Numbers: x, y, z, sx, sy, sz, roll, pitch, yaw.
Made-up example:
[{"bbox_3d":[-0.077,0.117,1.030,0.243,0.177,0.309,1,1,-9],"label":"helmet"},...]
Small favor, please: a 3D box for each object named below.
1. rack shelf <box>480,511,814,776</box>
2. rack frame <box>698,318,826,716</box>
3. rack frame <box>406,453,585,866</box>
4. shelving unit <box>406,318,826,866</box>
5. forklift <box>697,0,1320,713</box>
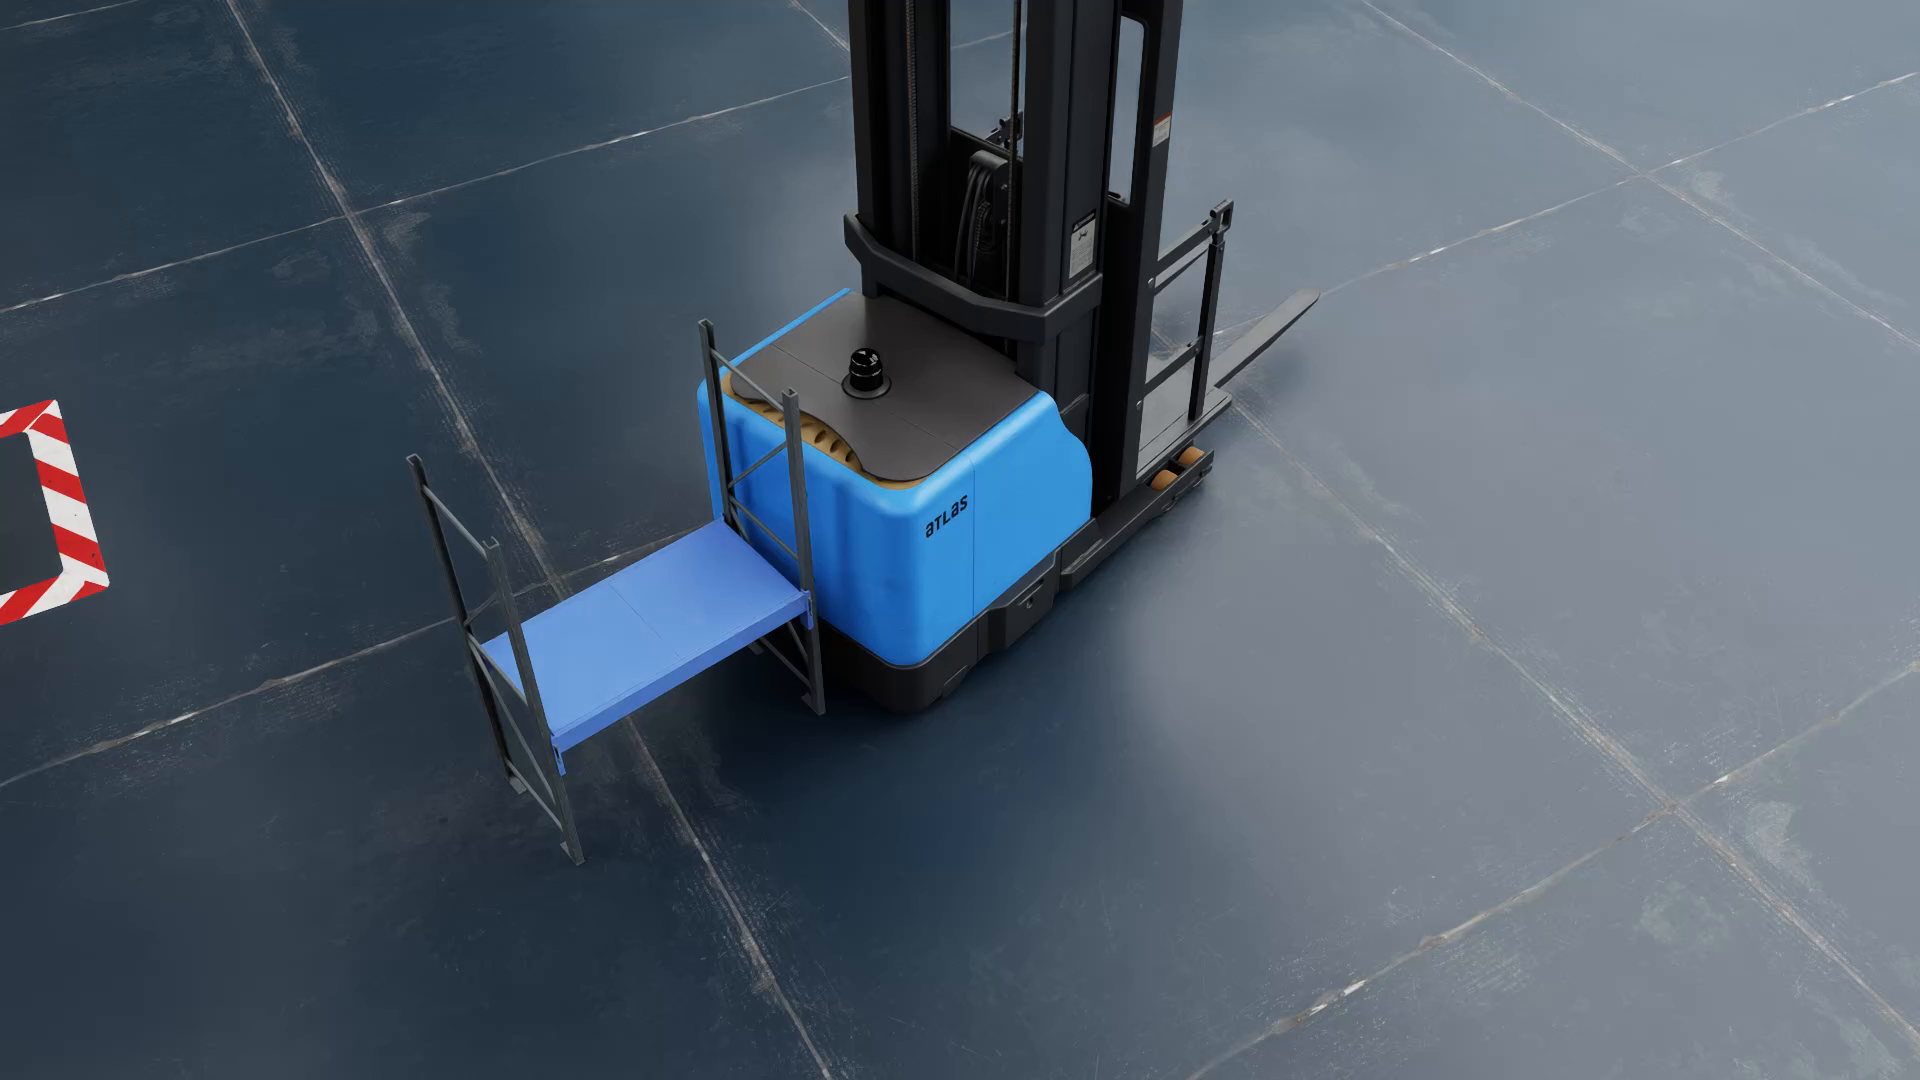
[{"bbox_3d":[-1.054,0.325,5.597,1.000,0.185,0.538,-30,52,-28],"label":"rack shelf"},{"bbox_3d":[-0.665,-0.033,5.707,0.032,1.500,0.500,-30,52,-28],"label":"rack frame"},{"bbox_3d":[-1.442,0.424,5.236,0.032,1.500,0.500,-30,52,-28],"label":"rack frame"},{"bbox_3d":[-1.054,0.196,5.472,1.048,1.500,0.538,-30,52,-28],"label":"shelving unit"},{"bbox_3d":[-9.172,-2.426,7.145,17.602,2.935,13.267,31,52,28],"label":"forklift"}]
